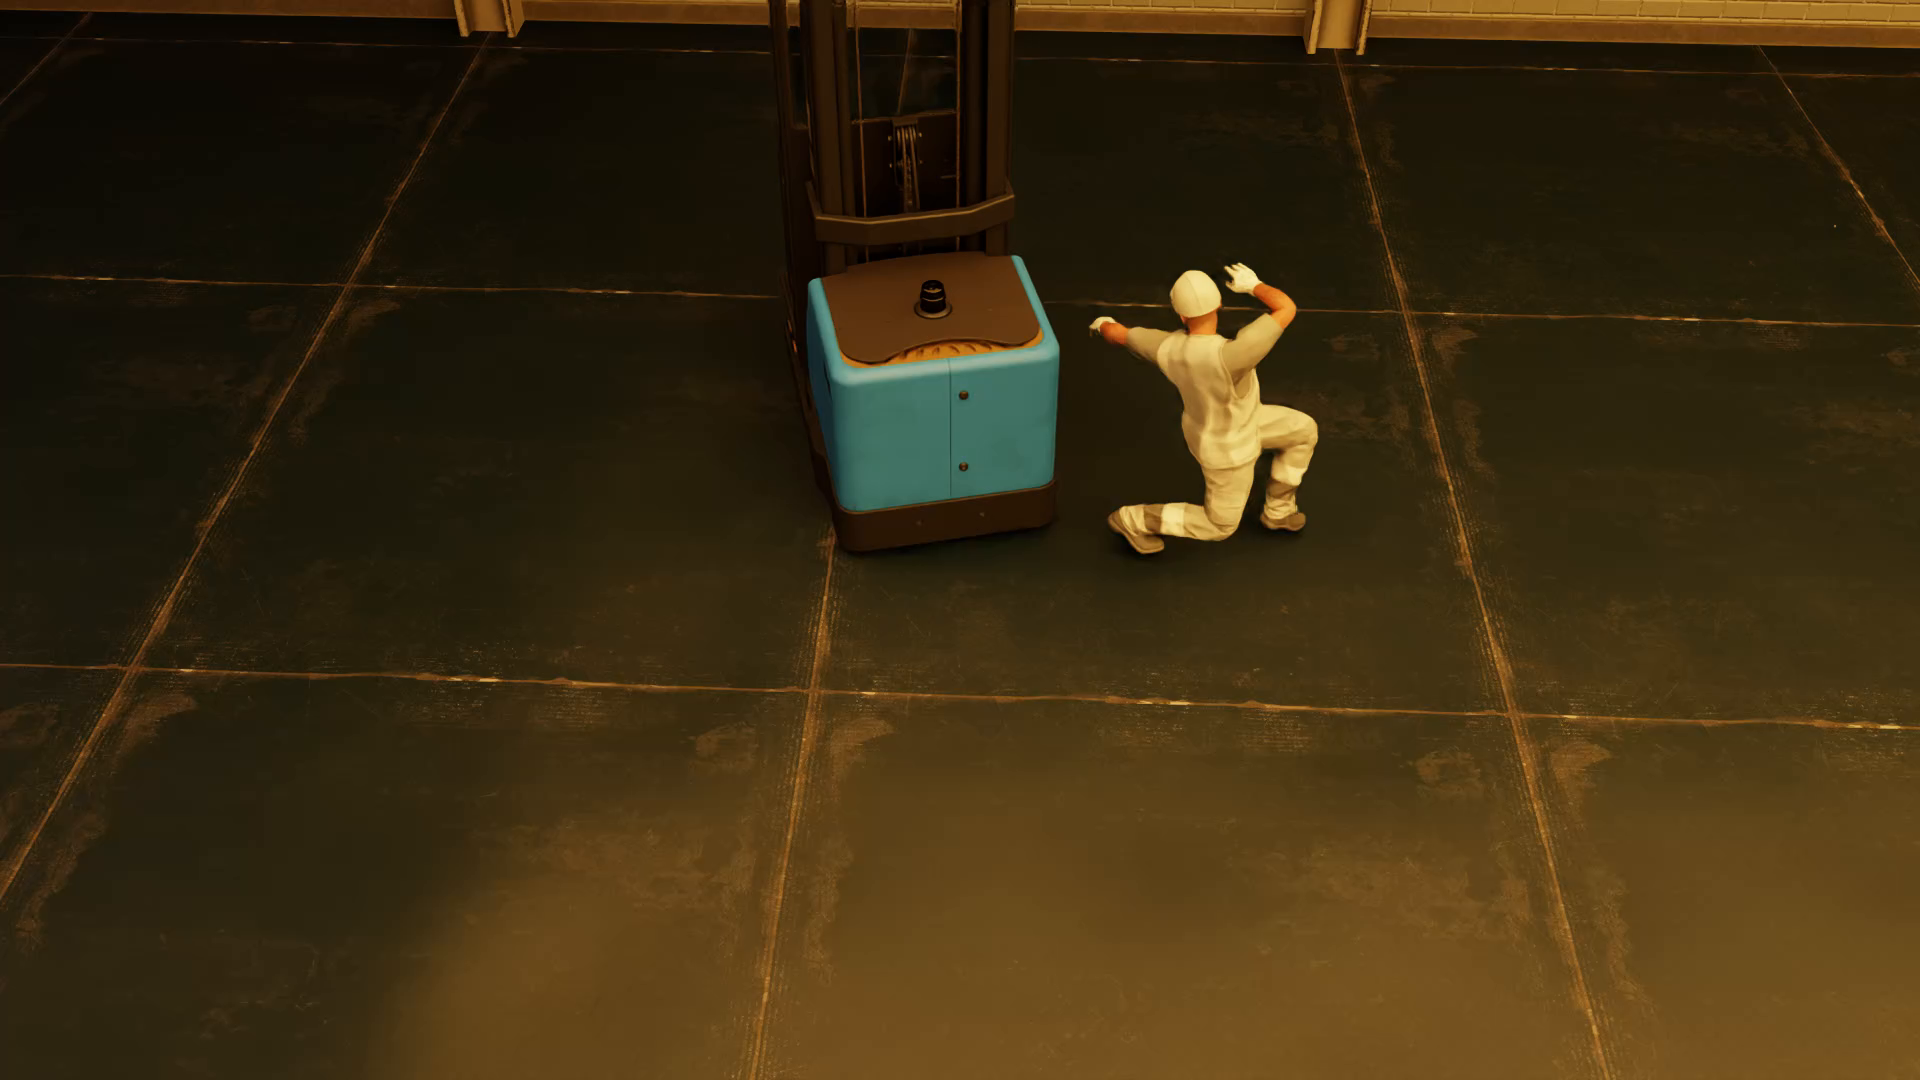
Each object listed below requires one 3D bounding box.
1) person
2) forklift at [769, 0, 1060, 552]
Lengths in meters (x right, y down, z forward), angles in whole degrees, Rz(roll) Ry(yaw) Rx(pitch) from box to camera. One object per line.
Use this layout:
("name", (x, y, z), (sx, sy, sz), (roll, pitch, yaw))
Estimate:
("person", (1.129, -0.697, 7.574), (0.977, 1.468, 0.995), (-10, 43, -10))
("forklift", (-0.348, -2.032, 7.968), (1.130, 2.935, 3.031), (-8, 43, -9))
